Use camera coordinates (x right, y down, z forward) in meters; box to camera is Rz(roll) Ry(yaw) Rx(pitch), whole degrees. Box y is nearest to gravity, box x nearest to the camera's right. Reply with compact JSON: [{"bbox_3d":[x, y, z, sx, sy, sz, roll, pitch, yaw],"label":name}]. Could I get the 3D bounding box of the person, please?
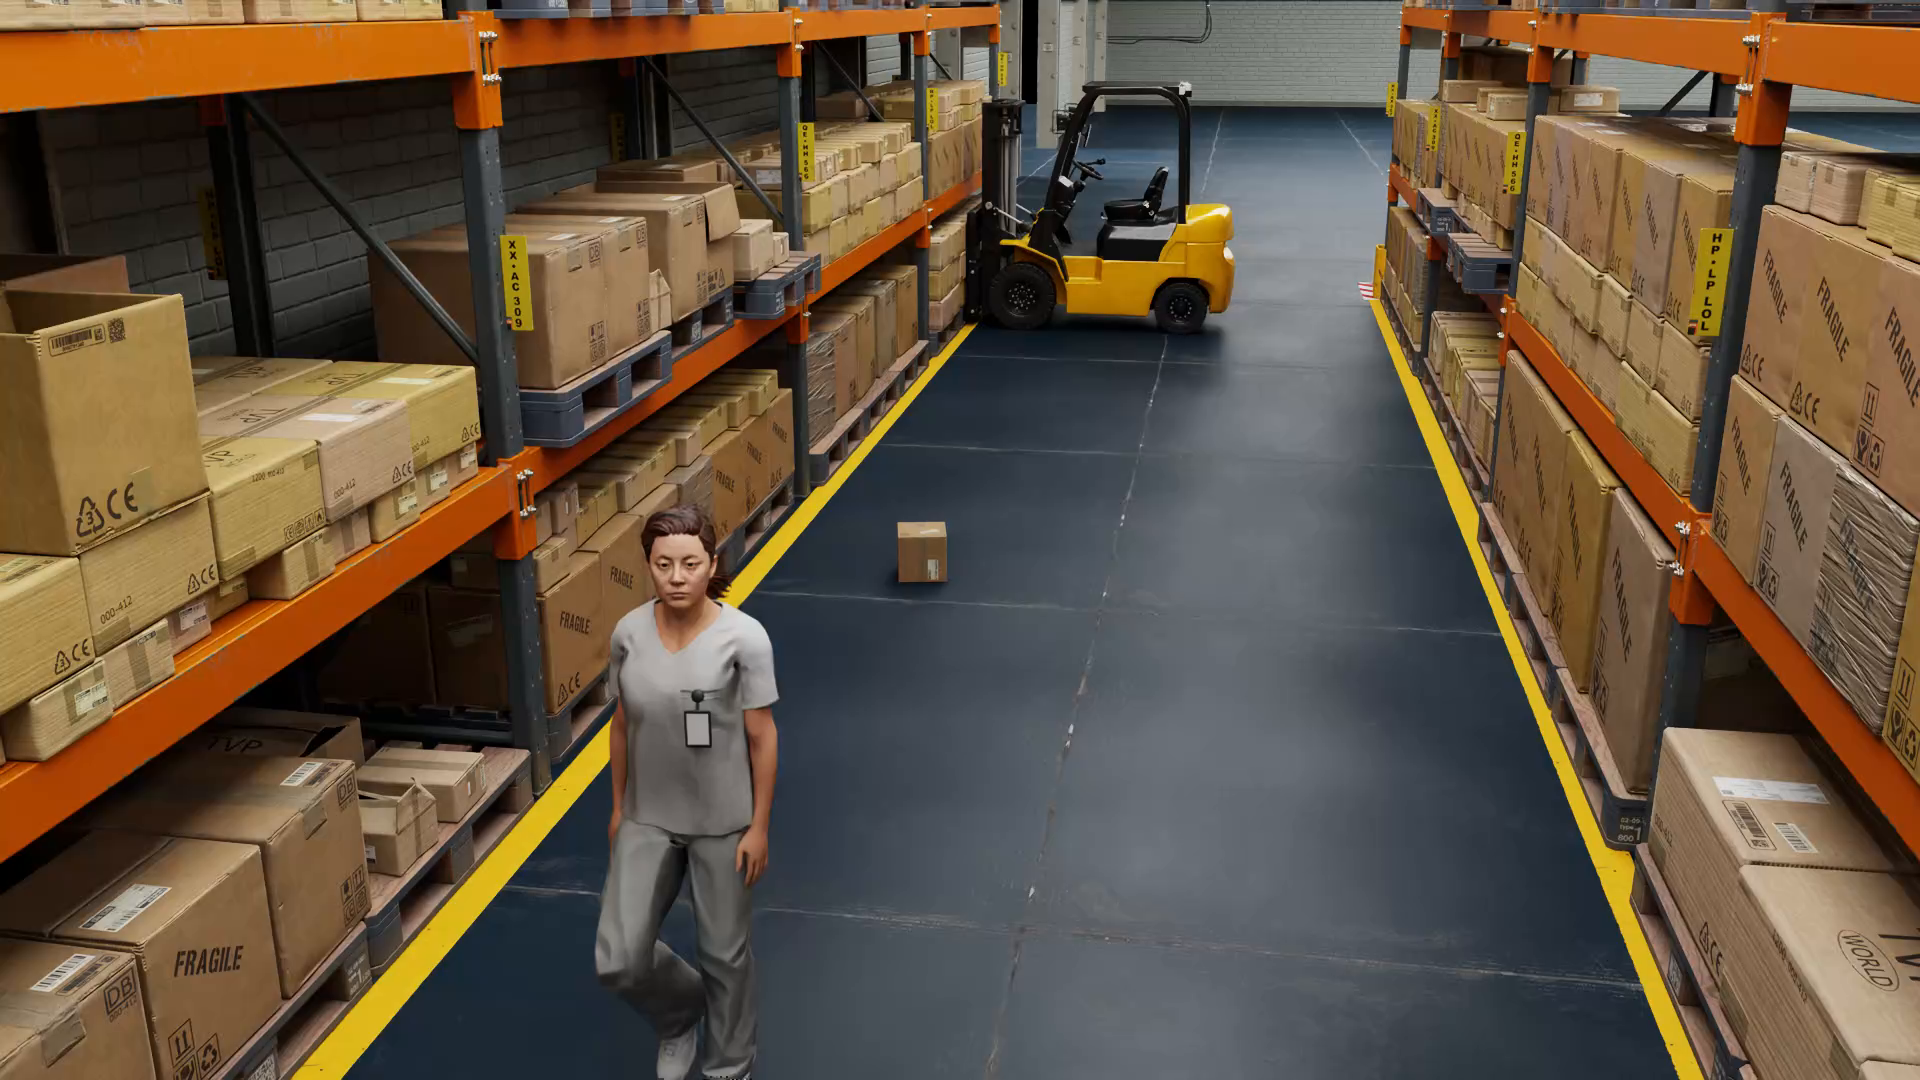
[{"bbox_3d":[-0.693,0.732,4.230,0.468,1.667,0.463,2,18,7],"label":"person"}]
